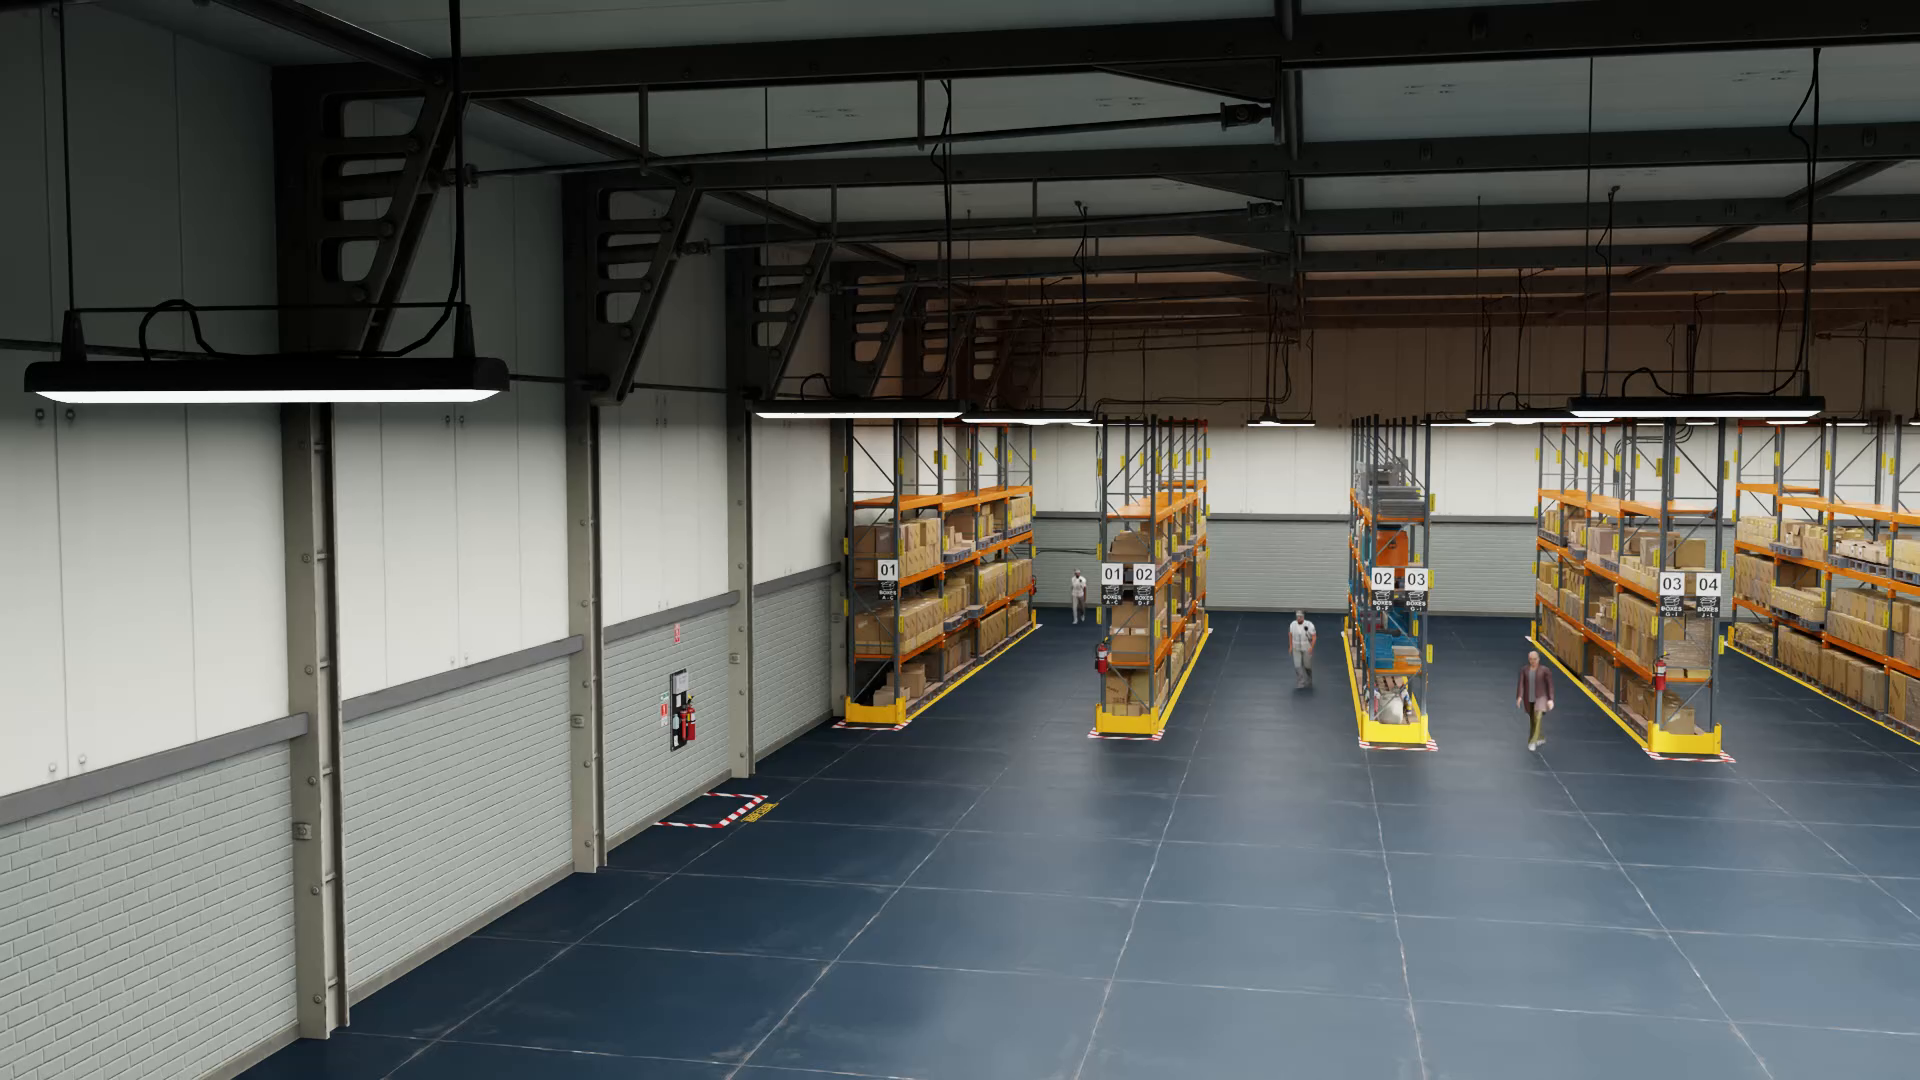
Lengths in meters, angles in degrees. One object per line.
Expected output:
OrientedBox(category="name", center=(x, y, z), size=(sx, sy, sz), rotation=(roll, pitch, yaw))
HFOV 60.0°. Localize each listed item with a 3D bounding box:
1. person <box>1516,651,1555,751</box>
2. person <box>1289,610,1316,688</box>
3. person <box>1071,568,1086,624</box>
OrientedBox(category="person", center=(10.229, 2.853, 29.656), size=(1.066, 1.734, 0.607), rotation=(-4, 5, -43))
OrientedBox(category="person", center=(7.632, 2.404, 36.957), size=(0.598, 1.734, 0.643), rotation=(2, 4, 24))
OrientedBox(category="person", center=(3.502, 1.633, 48.925), size=(0.455, 1.636, 0.863), rotation=(1, 4, 9))
